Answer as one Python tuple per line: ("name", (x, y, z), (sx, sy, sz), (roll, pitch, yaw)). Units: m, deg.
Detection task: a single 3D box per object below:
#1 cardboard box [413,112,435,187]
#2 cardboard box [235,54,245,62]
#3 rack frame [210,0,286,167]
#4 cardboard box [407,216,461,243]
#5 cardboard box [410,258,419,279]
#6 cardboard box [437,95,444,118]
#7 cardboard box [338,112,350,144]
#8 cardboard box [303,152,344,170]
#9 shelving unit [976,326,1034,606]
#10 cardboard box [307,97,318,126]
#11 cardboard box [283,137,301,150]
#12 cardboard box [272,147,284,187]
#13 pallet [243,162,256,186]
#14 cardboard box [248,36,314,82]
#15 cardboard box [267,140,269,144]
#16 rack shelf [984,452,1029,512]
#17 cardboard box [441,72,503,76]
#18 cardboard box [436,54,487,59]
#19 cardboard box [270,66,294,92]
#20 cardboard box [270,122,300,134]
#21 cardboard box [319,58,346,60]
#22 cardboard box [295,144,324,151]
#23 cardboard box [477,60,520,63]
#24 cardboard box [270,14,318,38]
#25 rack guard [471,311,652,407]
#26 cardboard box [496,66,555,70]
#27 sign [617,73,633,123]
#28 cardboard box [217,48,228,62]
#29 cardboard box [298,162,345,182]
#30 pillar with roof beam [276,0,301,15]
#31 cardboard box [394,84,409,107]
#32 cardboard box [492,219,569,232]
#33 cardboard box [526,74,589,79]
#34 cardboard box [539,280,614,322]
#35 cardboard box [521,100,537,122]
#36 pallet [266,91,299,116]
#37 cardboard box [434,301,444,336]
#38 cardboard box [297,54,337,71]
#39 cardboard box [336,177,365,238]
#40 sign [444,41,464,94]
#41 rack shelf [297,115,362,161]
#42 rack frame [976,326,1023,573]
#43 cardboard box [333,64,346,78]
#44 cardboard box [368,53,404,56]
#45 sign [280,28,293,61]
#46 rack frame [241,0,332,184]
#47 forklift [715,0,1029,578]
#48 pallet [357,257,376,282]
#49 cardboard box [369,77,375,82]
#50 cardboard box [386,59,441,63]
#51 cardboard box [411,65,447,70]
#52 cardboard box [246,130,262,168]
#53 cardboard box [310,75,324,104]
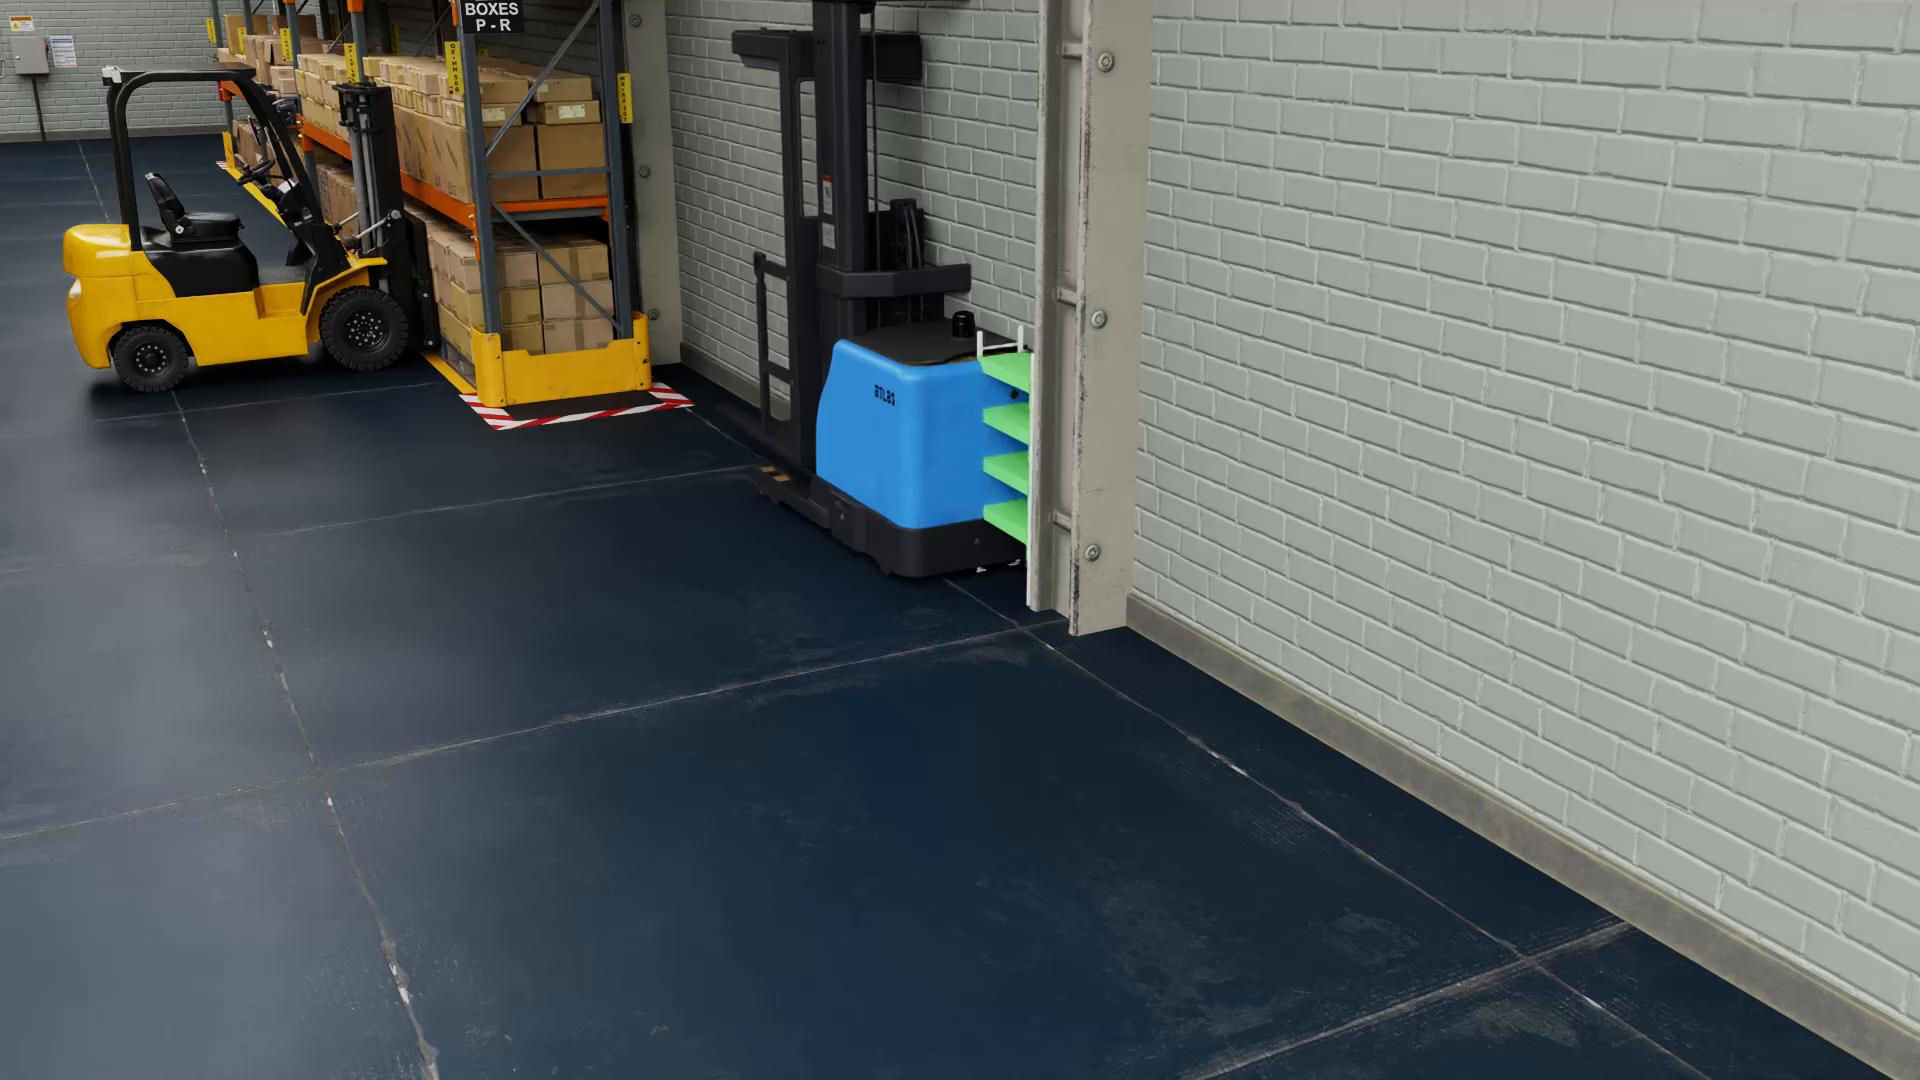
("cardboard box", (-3.707, -2.898, 12.279), (0.500, 0.500, 0.500), (-10, 22, -28))
("cardboard box", (-9.391, -6.363, 22.246), (0.500, 0.250, 0.500), (-10, 21, -27))
("rack frame", (-10.358, -7.046, 24.453), (1.000, 3.000, 0.127), (-10, 21, -27))
("cardboard box", (-3.984, -2.344, 12.865), (0.500, 0.250, 0.500), (-10, 22, -28))
("cardboard box", (-3.993, -2.114, 12.965), (0.500, 0.250, 0.500), (-10, 21, -27))
("cardboard box", (-3.496, -3.089, 11.837), (0.380, 0.149, 0.250), (-10, 21, -27))
("cardboard box", (-5.373, -3.778, 15.212), (0.500, 0.250, 0.500), (-10, 21, -27))
("cardboard box", (-7.017, -4.176, 18.328), (0.380, 0.149, 0.250), (-11, 22, -29))
("shelving unit", (0.304, -0.351, 7.787), (0.258, 1.200, 0.503), (-11, 23, -27))
("cardboard box", (-6.329, -4.368, 16.922), (0.500, 0.250, 0.500), (-10, 22, -28))
("cardboard box", (-7.963, -4.784, 20.090), (0.380, 0.149, 0.250), (-10, 21, -27))
("cardboard box", (-8.166, -4.590, 20.522), (0.500, 0.500, 0.500), (-10, 22, -27))
("pallet", (-9.367, -5.128, 23.168), (1.003, 0.211, 1.213), (-10, 21, -27))
("cardboard box", (-8.180, -5.822, 20.107), (0.700, 0.500, 0.500), (-10, 21, -26))
("cardboard box", (-8.523, -5.077, 20.941), (0.380, 0.149, 0.250), (-9, 21, -24))
("rack shelf", (0.304, -0.291, 7.809), (0.258, 0.148, 0.480), (-11, 23, -27))
("cardboard box", (-3.461, -3.238, 11.812), (0.380, 0.149, 0.250), (-10, 21, -26))
("cardboard box", (-4.242, -4.051, 14.169), (0.380, 0.149, 0.250), (-10, 21, -27))
("cardboard box", (-7.345, -5.130, 18.486), (0.500, 0.250, 0.500), (-11, 22, -29))
("cardboard box", (-8.357, -5.151, 20.698), (0.380, 0.149, 0.250), (-11, 22, -29))
("cardboard box", (-6.114, -4.680, 16.447), (0.380, 0.149, 0.250), (-10, 21, -26))
("cardboard box", (-7.464, -4.486, 19.227), (0.380, 0.149, 0.250), (-10, 22, -27))
("cardboard box", (-3.743, -3.759, 13.323), (0.380, 0.149, 0.250), (-10, 22, -28))
("cardboard box", (-8.932, -6.791, 22.337), (0.500, 0.500, 0.500), (-11, 22, -28))
("rack guard", (-2.749, -1.265, 11.530), (1.175, 0.500, 0.348), (-10, 21, -27))
("cardboard box", (-3.254, -3.467, 12.476), (0.380, 0.149, 0.250), (-11, 22, -28))
("sign", (-2.269, -2.984, 11.232), (0.100, 0.325, 0.005), (-10, 21, -27))
("cardboard box", (-10.380, -6.944, 23.930), (0.500, 0.250, 0.500), (-10, 21, -26))
("cardboard box", (-7.178, -4.000, 18.813), (0.500, 0.500, 0.500), (-10, 22, -27))
("pillar with roof beam", (-14.634, -10.129, 24.190), (9.100, 9.000, 0.400), (-10, 21, -27))
("cardboard box", (-4.157, -3.451, 12.887), (0.380, 0.149, 0.250), (-11, 22, -28))
("cardboard box", (-3.291, -2.280, 12.679), (0.500, 0.250, 0.500), (-10, 21, -27))
("cardboard box", (-2.803, -3.163, 11.596), (0.380, 0.149, 0.250), (-9, 21, -25))
("cardboard box", (-2.801, -1.755, 11.925), (0.500, 0.250, 0.500), (-10, 21, -26))
("cardboard box", (-2.866, -3.006, 11.595), (0.380, 0.149, 0.250), (-10, 21, -27))
("pallet", (-6.943, -4.843, 18.361), (1.213, 0.211, 1.003), (-10, 21, -27))
("cardboard box", (-3.719, -1.727, 12.609), (0.500, 0.250, 0.500), (-10, 21, -26))
("cardboard box", (-6.667, -4.966, 17.278), (0.380, 0.149, 0.250), (-9, 21, -25))
("cardboard box", (-5.638, -3.265, 16.491), (0.875, 0.625, 0.625), (-11, 22, -29))
("sign", (-3.245, -3.032, 10.683), (0.100, 0.325, 0.005), (-10, 21, -27))
("rack shelf", (-5.610, -3.835, 16.251), (1.077, 0.370, 4.000), (-10, 21, -27))
("rack frame", (0.188, -0.425, 7.988), (0.240, 1.200, 0.015), (-11, 23, -27))
("cardboard box", (-5.650, -4.381, 15.582), (0.380, 0.149, 0.250), (-10, 21, -26))
("cardboard box", (-6.004, -4.984, 17.328), (0.380, 0.149, 0.250), (-9, 21, -25))
("sign", (-7.032, -5.173, 17.370), (0.100, 0.325, 0.005), (-10, 21, -27))
("rack frame", (-8.459, -5.898, 21.125), (1.000, 3.000, 0.127), (-10, 21, -27))
("forklift", (-0.515, -1.642, 8.895), (1.130, 2.935, 3.031), (-10, 21, -27))
("pallet", (-5.044, -2.489, 15.520), (1.003, 0.211, 1.213), (-10, 21, -27))
("cardboard box", (-4.740, -3.823, 13.964), (0.380, 0.149, 0.250), (-10, 22, -28))
("cardboard box", (-4.437, -3.826, 13.516), (0.380, 0.149, 0.250), (-10, 22, -28))
("cardboard box", (-3.954, -3.532, 12.665), (0.380, 0.149, 0.250), (-10, 21, -26))
("cardboard box", (-9.286, -5.323, 22.649), (0.700, 0.500, 0.500), (-11, 22, -29))
("cardboard box", (-6.094, -4.453, 16.401), (0.500, 0.250, 0.500), (-11, 22, -28))
